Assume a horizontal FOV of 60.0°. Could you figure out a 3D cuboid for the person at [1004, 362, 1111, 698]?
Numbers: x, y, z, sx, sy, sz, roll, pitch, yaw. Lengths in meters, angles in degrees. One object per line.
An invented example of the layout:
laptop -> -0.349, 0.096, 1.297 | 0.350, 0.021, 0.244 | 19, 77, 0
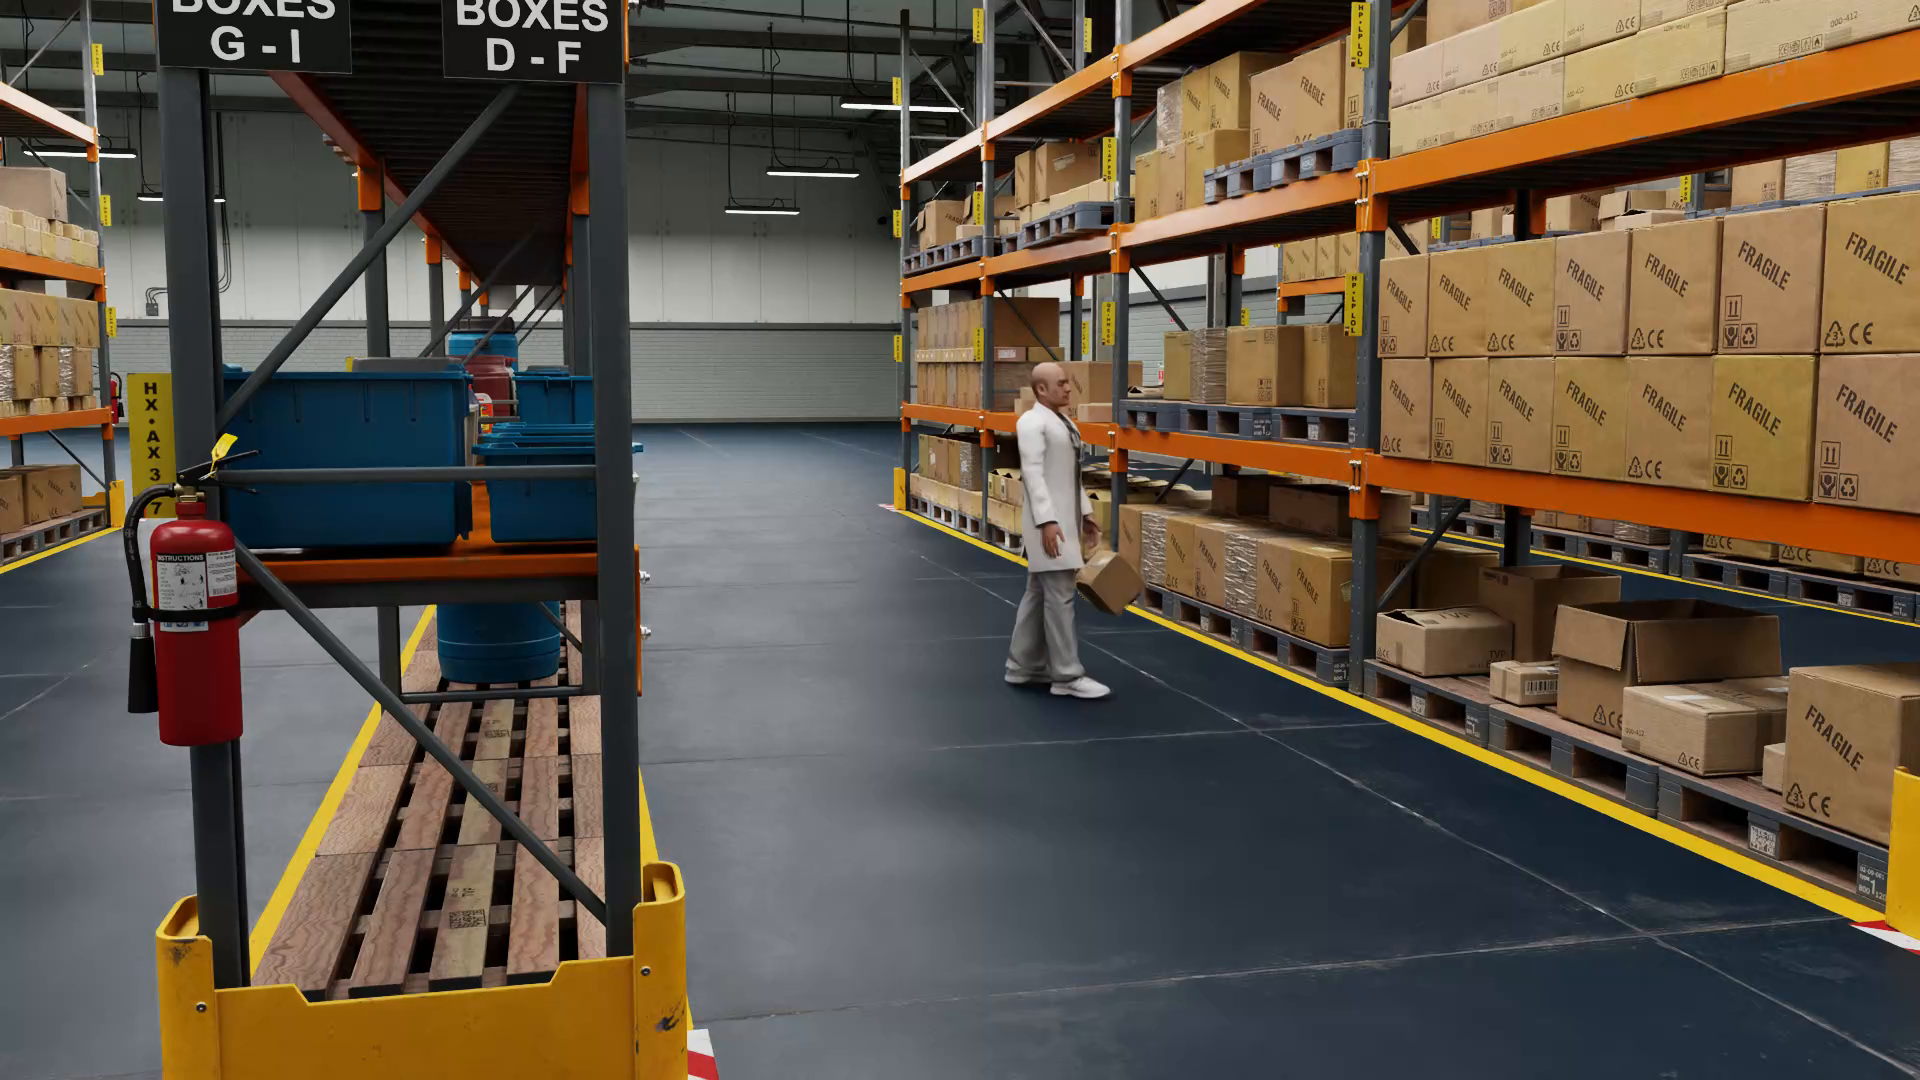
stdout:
person -> 0.540, -0.065, 8.954 | 0.665, 1.776, 0.658 | 2, 6, 19
